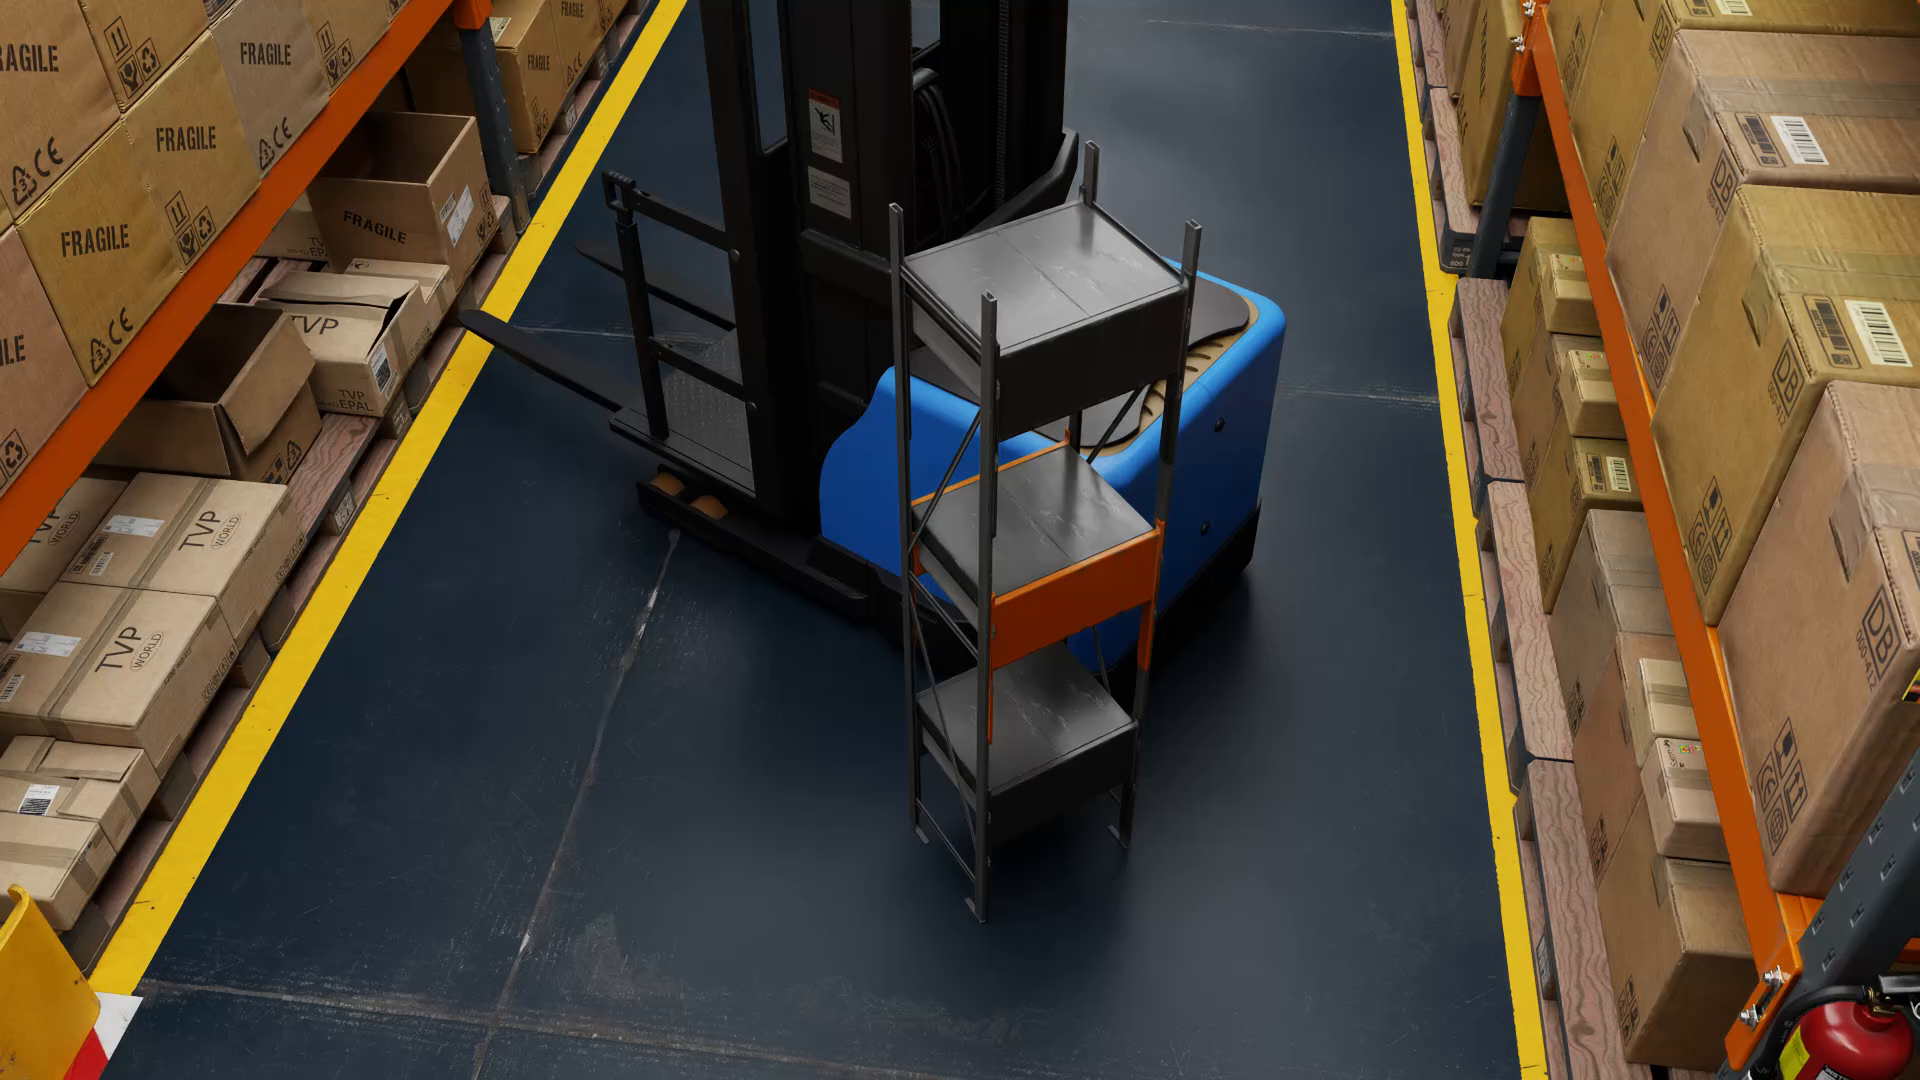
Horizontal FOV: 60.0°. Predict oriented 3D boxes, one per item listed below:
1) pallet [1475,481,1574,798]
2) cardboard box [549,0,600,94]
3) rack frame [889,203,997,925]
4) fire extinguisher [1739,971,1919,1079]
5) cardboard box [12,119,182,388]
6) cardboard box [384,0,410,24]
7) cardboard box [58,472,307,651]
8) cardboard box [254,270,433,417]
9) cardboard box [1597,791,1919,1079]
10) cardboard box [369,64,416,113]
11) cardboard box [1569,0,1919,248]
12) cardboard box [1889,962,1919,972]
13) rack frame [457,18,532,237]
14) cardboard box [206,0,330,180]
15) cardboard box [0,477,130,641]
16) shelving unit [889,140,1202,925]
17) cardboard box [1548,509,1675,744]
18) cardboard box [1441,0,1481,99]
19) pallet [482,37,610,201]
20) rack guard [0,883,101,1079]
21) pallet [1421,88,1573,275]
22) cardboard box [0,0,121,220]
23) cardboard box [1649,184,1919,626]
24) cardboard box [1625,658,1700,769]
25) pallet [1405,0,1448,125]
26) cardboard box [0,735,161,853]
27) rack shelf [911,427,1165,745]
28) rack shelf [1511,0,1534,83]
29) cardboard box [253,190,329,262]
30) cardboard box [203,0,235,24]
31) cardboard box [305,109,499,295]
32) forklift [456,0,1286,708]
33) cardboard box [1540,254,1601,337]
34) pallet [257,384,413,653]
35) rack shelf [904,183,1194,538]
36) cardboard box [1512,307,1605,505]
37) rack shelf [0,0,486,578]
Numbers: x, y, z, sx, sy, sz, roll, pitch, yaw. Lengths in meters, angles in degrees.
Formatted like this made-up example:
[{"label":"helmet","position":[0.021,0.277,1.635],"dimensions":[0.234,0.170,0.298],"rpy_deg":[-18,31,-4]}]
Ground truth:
[{"label":"pallet","position":[2.212,0.328,5.250],"dimensions":[1.003,0.211,1.213],"rpy_deg":[5,44,6]},{"label":"cardboard box","position":[-1.997,-2.402,7.603],"dimensions":[0.500,0.500,0.500],"rpy_deg":[6,44,6]},{"label":"rack frame","position":[-0.038,0.186,4.026],"dimensions":[0.015,2.100,0.400],"rpy_deg":[-22,48,-22]},{"label":"fire extinguisher","position":[1.542,0.921,2.924],"dimensions":[0.296,0.674,0.183],"rpy_deg":[5,44,6]},{"label":"cardboard box","position":[-2.439,-0.760,4.298],"dimensions":[0.500,0.500,0.500],"rpy_deg":[5,44,5]},{"label":"cardboard box","position":[-2.174,-2.150,5.766],"dimensions":[0.500,0.500,0.500],"rpy_deg":[6,44,6]},{"label":"cardboard box","position":[-2.406,0.061,5.184],"dimensions":[0.500,0.250,0.500],"rpy_deg":[5,44,6]},{"label":"cardboard box","position":[-2.255,-0.736,5.981],"dimensions":[0.500,0.311,0.500],"rpy_deg":[5,44,6]},{"label":"cardboard box","position":[2.013,0.965,4.062],"dimensions":[0.700,0.500,0.500],"rpy_deg":[5,44,6]},{"label":"cardboard box","position":[-2.581,-2.092,7.276],"dimensions":[0.500,0.500,0.500],"rpy_deg":[5,44,5]},{"label":"cardboard box","position":[2.359,-1.274,4.695],"dimensions":[0.980,0.700,0.700],"rpy_deg":[4,44,4]},{"label":"cardboard box","position":[2.195,0.833,3.729],"dimensions":[0.380,0.149,0.250],"rpy_deg":[6,44,6]},{"label":"rack frame","position":[-2.362,-2.478,6.185],"dimensions":[1.000,3.000,0.127],"rpy_deg":[5,44,6]},{"label":"cardboard box","position":[-2.306,-1.448,5.025],"dimensions":[0.500,0.500,0.500],"rpy_deg":[6,44,6]},{"label":"cardboard box","position":[-2.908,0.049,5.196],"dimensions":[0.500,0.250,0.500],"rpy_deg":[5,44,6]},{"label":"shelving unit","position":[0.172,0.100,4.117],"dimensions":[0.503,2.100,0.431],"rpy_deg":[-22,48,-22]},{"label":"cardboard box","position":[2.145,0.281,4.784],"dimensions":[0.700,0.500,0.500],"rpy_deg":[4,44,4]},{"label":"cardboard box","position":[2.620,-2.463,7.427],"dimensions":[0.750,0.750,0.750],"rpy_deg":[6,44,7]},{"label":"pallet","position":[-2.292,-2.023,7.733],"dimensions":[1.003,0.211,1.213],"rpy_deg":[5,44,6]},{"label":"rack guard","position":[-2.881,1.104,4.220],"dimensions":[1.175,0.500,0.348],"rpy_deg":[5,44,6]},{"label":"pallet","position":[2.576,-1.550,7.233],"dimensions":[1.003,0.211,1.213],"rpy_deg":[5,44,6]},{"label":"cardboard box","position":[-2.438,-1.127,3.958],"dimensions":[0.500,0.500,0.500],"rpy_deg":[6,44,6]},{"label":"cardboard box","position":[2.162,-0.258,3.623],"dimensions":[0.980,0.700,0.700],"rpy_deg":[5,44,5]},{"label":"cardboard box","position":[1.883,0.451,4.133],"dimensions":[0.380,0.149,0.250],"rpy_deg":[6,44,7]},{"label":"pallet","position":[2.735,-2.384,8.114],"dimensions":[1.003,0.211,1.213],"rpy_deg":[5,44,6]},{"label":"cardboard box","position":[-2.462,0.693,4.577],"dimensions":[0.380,0.166,0.250],"rpy_deg":[5,44,6]},{"label":"rack shelf","position":[0.172,0.110,4.126],"dimensions":[0.480,0.518,0.431],"rpy_deg":[-22,48,-22]},{"label":"rack shelf","position":[2.813,-3.132,7.399],"dimensions":[1.077,0.370,4.000],"rpy_deg":[5,44,6]},{"label":"cardboard box","position":[-2.632,-1.395,6.677],"dimensions":[0.500,0.311,0.500],"rpy_deg":[5,44,6]},{"label":"cardboard box","position":[-2.304,-1.816,4.686],"dimensions":[0.500,0.500,0.500],"rpy_deg":[6,44,6]},{"label":"cardboard box","position":[-2.156,-1.316,6.456],"dimensions":[0.500,0.500,0.500],"rpy_deg":[5,44,6]},{"label":"forklift","position":[-0.502,-1.319,5.011],"dimensions":[3.031,2.935,1.130],"rpy_deg":[27,50,26]},{"label":"cardboard box","position":[2.122,-0.793,5.447],"dimensions":[0.380,0.149,0.250],"rpy_deg":[7,44,7]},{"label":"pallet","position":[-2.613,-0.163,5.769],"dimensions":[1.003,0.211,1.213],"rpy_deg":[5,44,6]},{"label":"rack shelf","position":[0.172,-0.398,3.645],"dimensions":[0.480,0.518,0.431],"rpy_deg":[-22,48,-22]},{"label":"cardboard box","position":[2.278,-0.432,5.537],"dimensions":[0.700,0.500,0.500],"rpy_deg":[5,44,5]},{"label":"rack shelf","position":[-2.627,-0.853,4.993],"dimensions":[1.077,0.370,4.000],"rpy_deg":[5,44,6]}]
